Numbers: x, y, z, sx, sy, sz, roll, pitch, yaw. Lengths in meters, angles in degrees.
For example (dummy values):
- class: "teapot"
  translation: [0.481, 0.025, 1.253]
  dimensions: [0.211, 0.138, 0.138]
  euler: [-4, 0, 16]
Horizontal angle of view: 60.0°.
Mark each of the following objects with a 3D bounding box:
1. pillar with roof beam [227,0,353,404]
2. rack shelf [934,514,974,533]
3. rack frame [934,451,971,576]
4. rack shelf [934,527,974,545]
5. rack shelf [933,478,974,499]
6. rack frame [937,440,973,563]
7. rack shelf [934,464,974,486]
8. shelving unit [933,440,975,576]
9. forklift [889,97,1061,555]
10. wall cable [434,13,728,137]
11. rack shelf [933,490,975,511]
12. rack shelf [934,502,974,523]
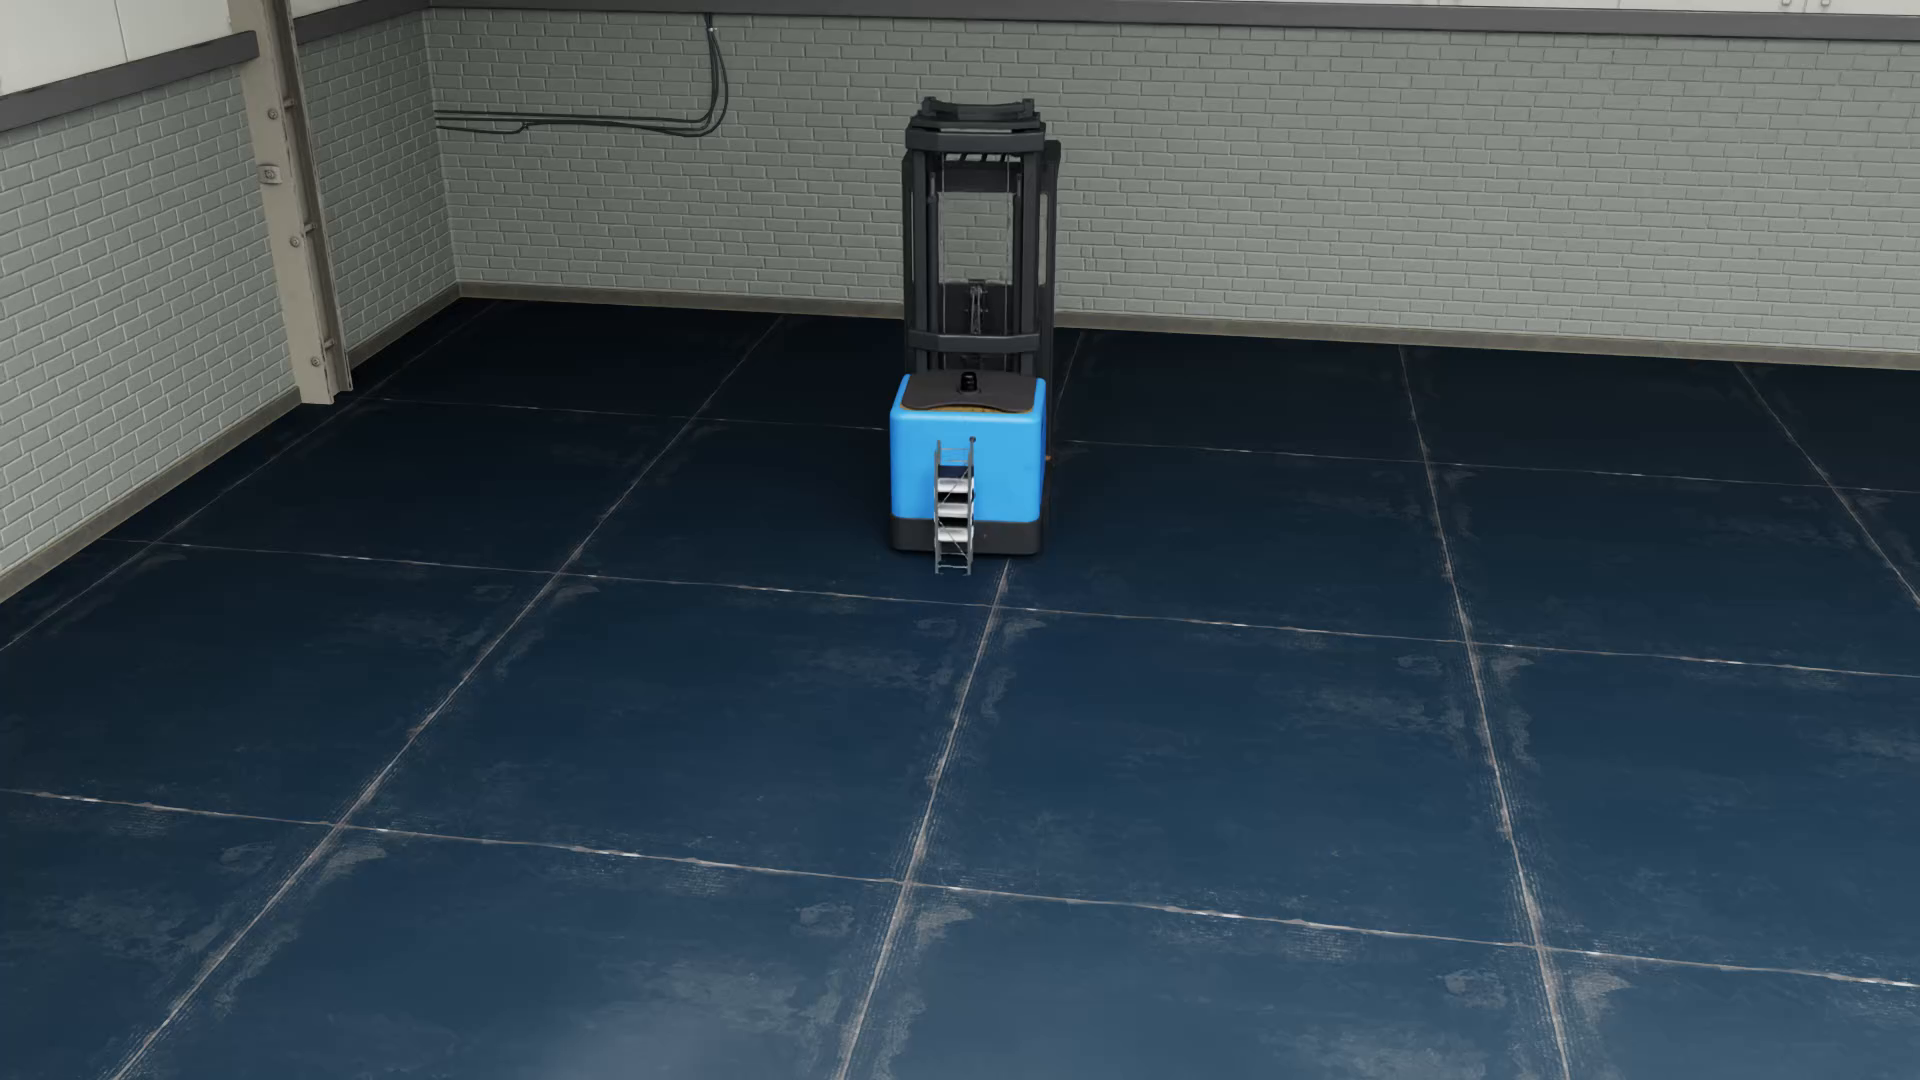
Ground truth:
- class: "pillar with roof beam"
  translation: [-1.273, -5.035, 11.936]
  dimensions: [9.100, 9.000, 0.400]
  euler: [4, 25, 9]
- class: "rack shelf"
  translation: [-0.039, -0.102, 11.241]
  dimensions: [0.258, 0.077, 0.200]
  euler: [2, 25, 5]
- class: "rack frame"
  translation: [-0.048, -0.170, 11.097]
  dimensions: [0.240, 0.900, 0.006]
  euler: [2, 25, 5]
- class: "rack shelf"
  translation: [-0.039, -0.020, 11.279]
  dimensions: [0.258, 0.077, 0.200]
  euler: [2, 25, 5]
- class: "rack shelf"
  translation: [-0.039, -0.346, 11.126]
  dimensions: [0.258, 0.077, 0.200]
  euler: [2, 25, 5]
- class: "rack frame"
  translation: [-0.030, -0.256, 11.280]
  dimensions: [0.240, 0.900, 0.006]
  euler: [2, 25, 5]
- class: "rack shelf"
  translation: [-0.039, -0.428, 11.088]
  dimensions: [0.258, 0.077, 0.200]
  euler: [2, 25, 5]
- class: "shelving unit"
  translation: [-0.039, -0.213, 11.188]
  dimensions: [0.258, 0.900, 0.210]
  euler: [2, 25, 5]
- class: "forklift"
  translation: [0.159, -1.817, 12.218]
  dimensions: [1.130, 2.935, 3.031]
  euler: [2, 25, 5]
- class: "wall cable"
  translation: [-3.734, -5.067, 15.668]
  dimensions: [3.097, 2.526, 0.112]
  euler: [4, 25, 9]
- class: "rack shelf"
  translation: [-0.039, -0.265, 11.164]
  dimensions: [0.258, 0.077, 0.200]
  euler: [2, 25, 5]
- class: "rack shelf"
  translation: [-0.039, -0.183, 11.203]
  dimensions: [0.258, 0.077, 0.200]
  euler: [2, 25, 5]
